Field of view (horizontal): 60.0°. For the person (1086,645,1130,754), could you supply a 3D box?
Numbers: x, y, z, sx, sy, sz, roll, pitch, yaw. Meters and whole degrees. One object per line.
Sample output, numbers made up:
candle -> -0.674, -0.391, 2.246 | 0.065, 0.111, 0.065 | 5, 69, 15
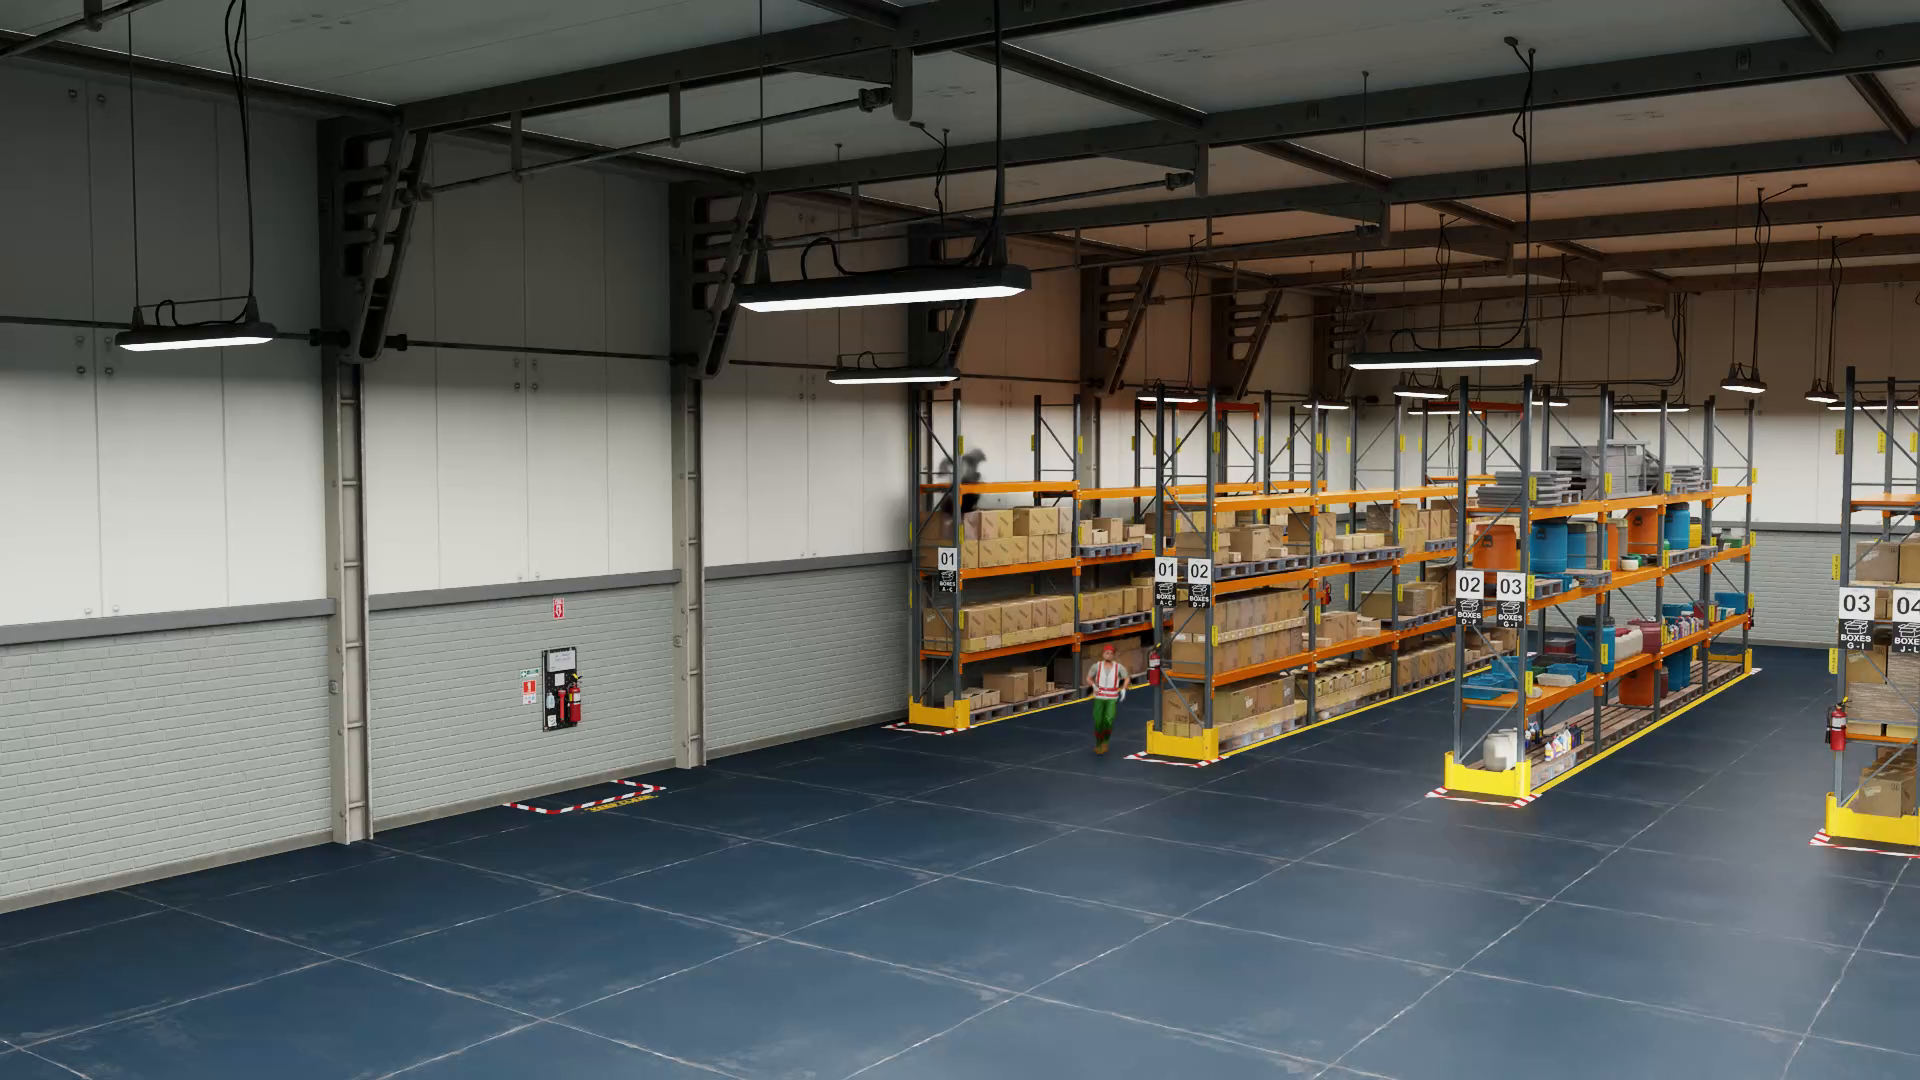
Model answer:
person -> 2.375, 2.578, 26.902 | 0.692, 1.761, 0.601 | 1, 3, 11
